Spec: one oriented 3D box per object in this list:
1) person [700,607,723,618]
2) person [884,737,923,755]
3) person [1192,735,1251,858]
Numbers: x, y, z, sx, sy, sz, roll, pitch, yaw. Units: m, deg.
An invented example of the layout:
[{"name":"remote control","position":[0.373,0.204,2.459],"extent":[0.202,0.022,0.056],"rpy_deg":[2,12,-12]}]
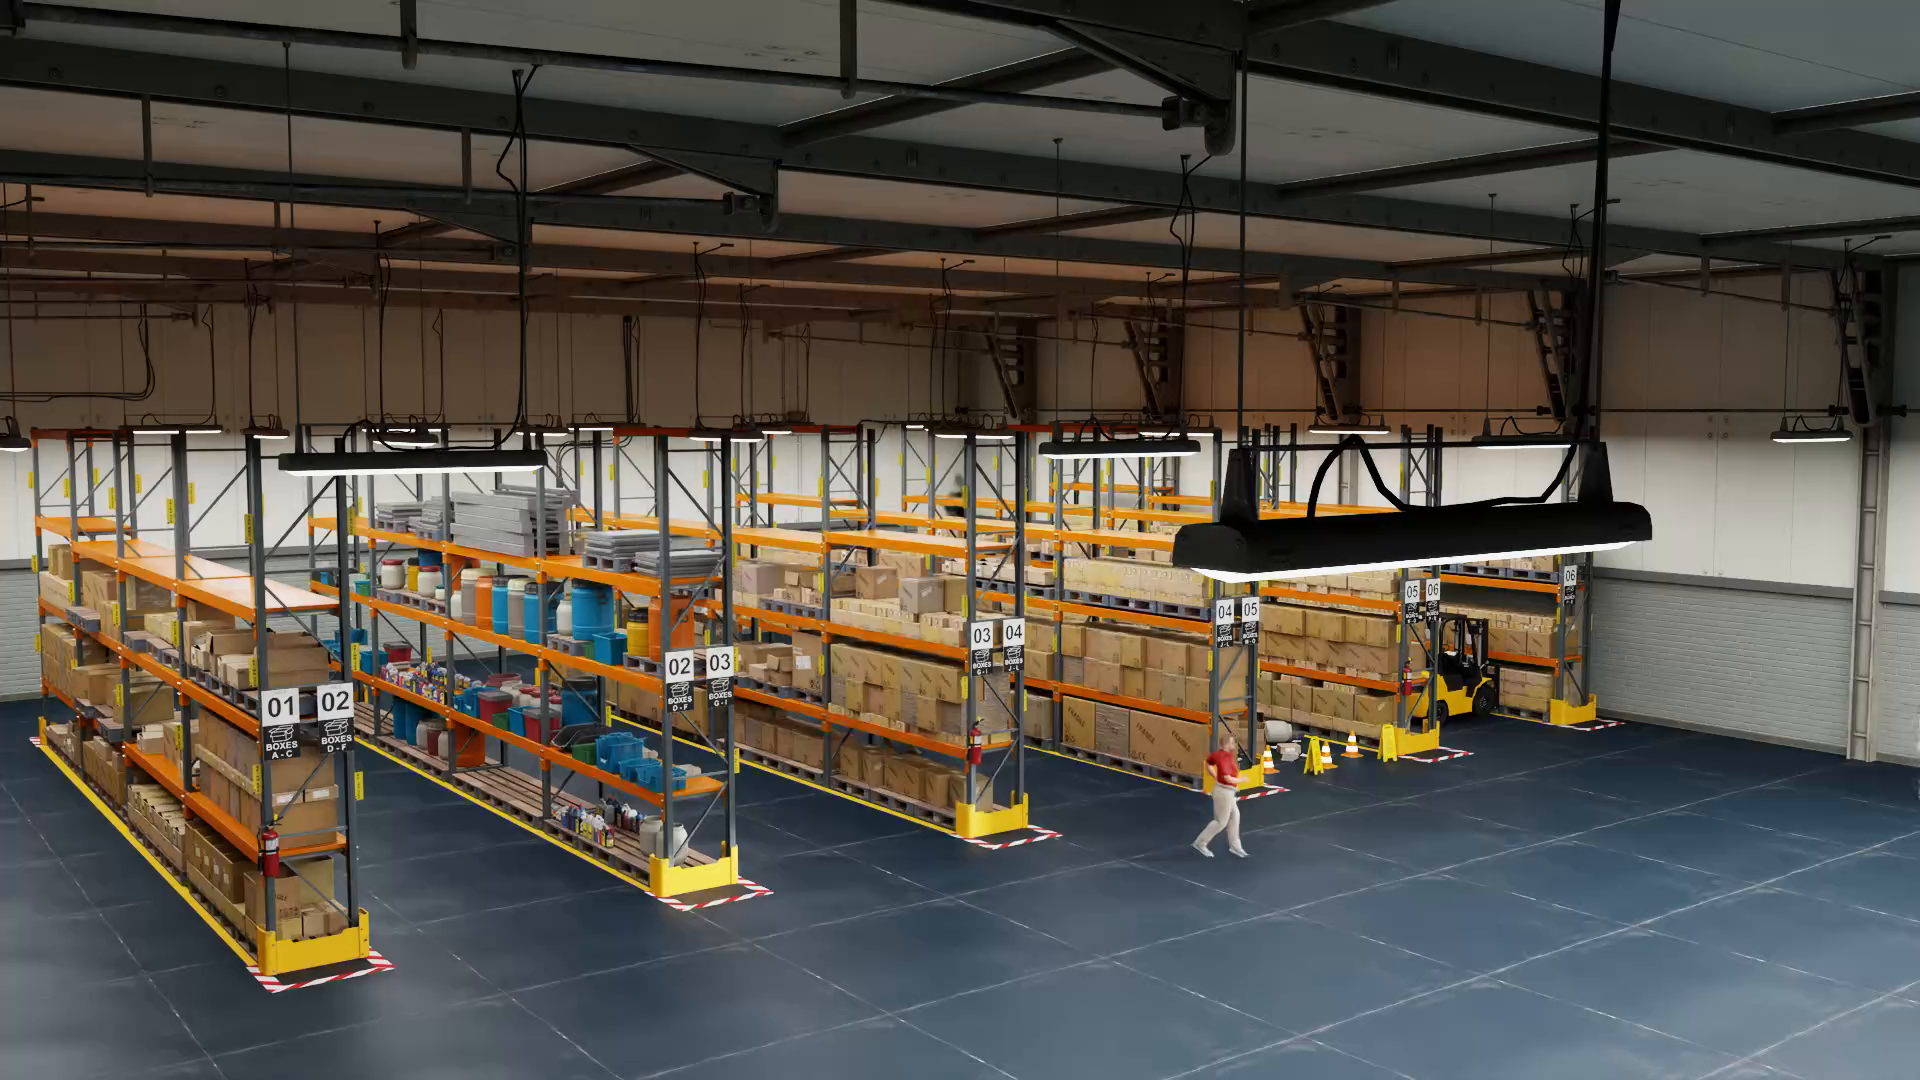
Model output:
[{"name":"person","position":[-6.103,2.254,40.872],"extent":[0.745,1.777,0.909],"rpy_deg":[2,5,26]},{"name":"person","position":[-1.045,3.023,30.698],"extent":[0.854,1.829,0.684],"rpy_deg":[4,6,42]},{"name":"person","position":[3.697,3.634,23.447],"extent":[0.845,1.783,0.677],"rpy_deg":[0,4,1]}]
